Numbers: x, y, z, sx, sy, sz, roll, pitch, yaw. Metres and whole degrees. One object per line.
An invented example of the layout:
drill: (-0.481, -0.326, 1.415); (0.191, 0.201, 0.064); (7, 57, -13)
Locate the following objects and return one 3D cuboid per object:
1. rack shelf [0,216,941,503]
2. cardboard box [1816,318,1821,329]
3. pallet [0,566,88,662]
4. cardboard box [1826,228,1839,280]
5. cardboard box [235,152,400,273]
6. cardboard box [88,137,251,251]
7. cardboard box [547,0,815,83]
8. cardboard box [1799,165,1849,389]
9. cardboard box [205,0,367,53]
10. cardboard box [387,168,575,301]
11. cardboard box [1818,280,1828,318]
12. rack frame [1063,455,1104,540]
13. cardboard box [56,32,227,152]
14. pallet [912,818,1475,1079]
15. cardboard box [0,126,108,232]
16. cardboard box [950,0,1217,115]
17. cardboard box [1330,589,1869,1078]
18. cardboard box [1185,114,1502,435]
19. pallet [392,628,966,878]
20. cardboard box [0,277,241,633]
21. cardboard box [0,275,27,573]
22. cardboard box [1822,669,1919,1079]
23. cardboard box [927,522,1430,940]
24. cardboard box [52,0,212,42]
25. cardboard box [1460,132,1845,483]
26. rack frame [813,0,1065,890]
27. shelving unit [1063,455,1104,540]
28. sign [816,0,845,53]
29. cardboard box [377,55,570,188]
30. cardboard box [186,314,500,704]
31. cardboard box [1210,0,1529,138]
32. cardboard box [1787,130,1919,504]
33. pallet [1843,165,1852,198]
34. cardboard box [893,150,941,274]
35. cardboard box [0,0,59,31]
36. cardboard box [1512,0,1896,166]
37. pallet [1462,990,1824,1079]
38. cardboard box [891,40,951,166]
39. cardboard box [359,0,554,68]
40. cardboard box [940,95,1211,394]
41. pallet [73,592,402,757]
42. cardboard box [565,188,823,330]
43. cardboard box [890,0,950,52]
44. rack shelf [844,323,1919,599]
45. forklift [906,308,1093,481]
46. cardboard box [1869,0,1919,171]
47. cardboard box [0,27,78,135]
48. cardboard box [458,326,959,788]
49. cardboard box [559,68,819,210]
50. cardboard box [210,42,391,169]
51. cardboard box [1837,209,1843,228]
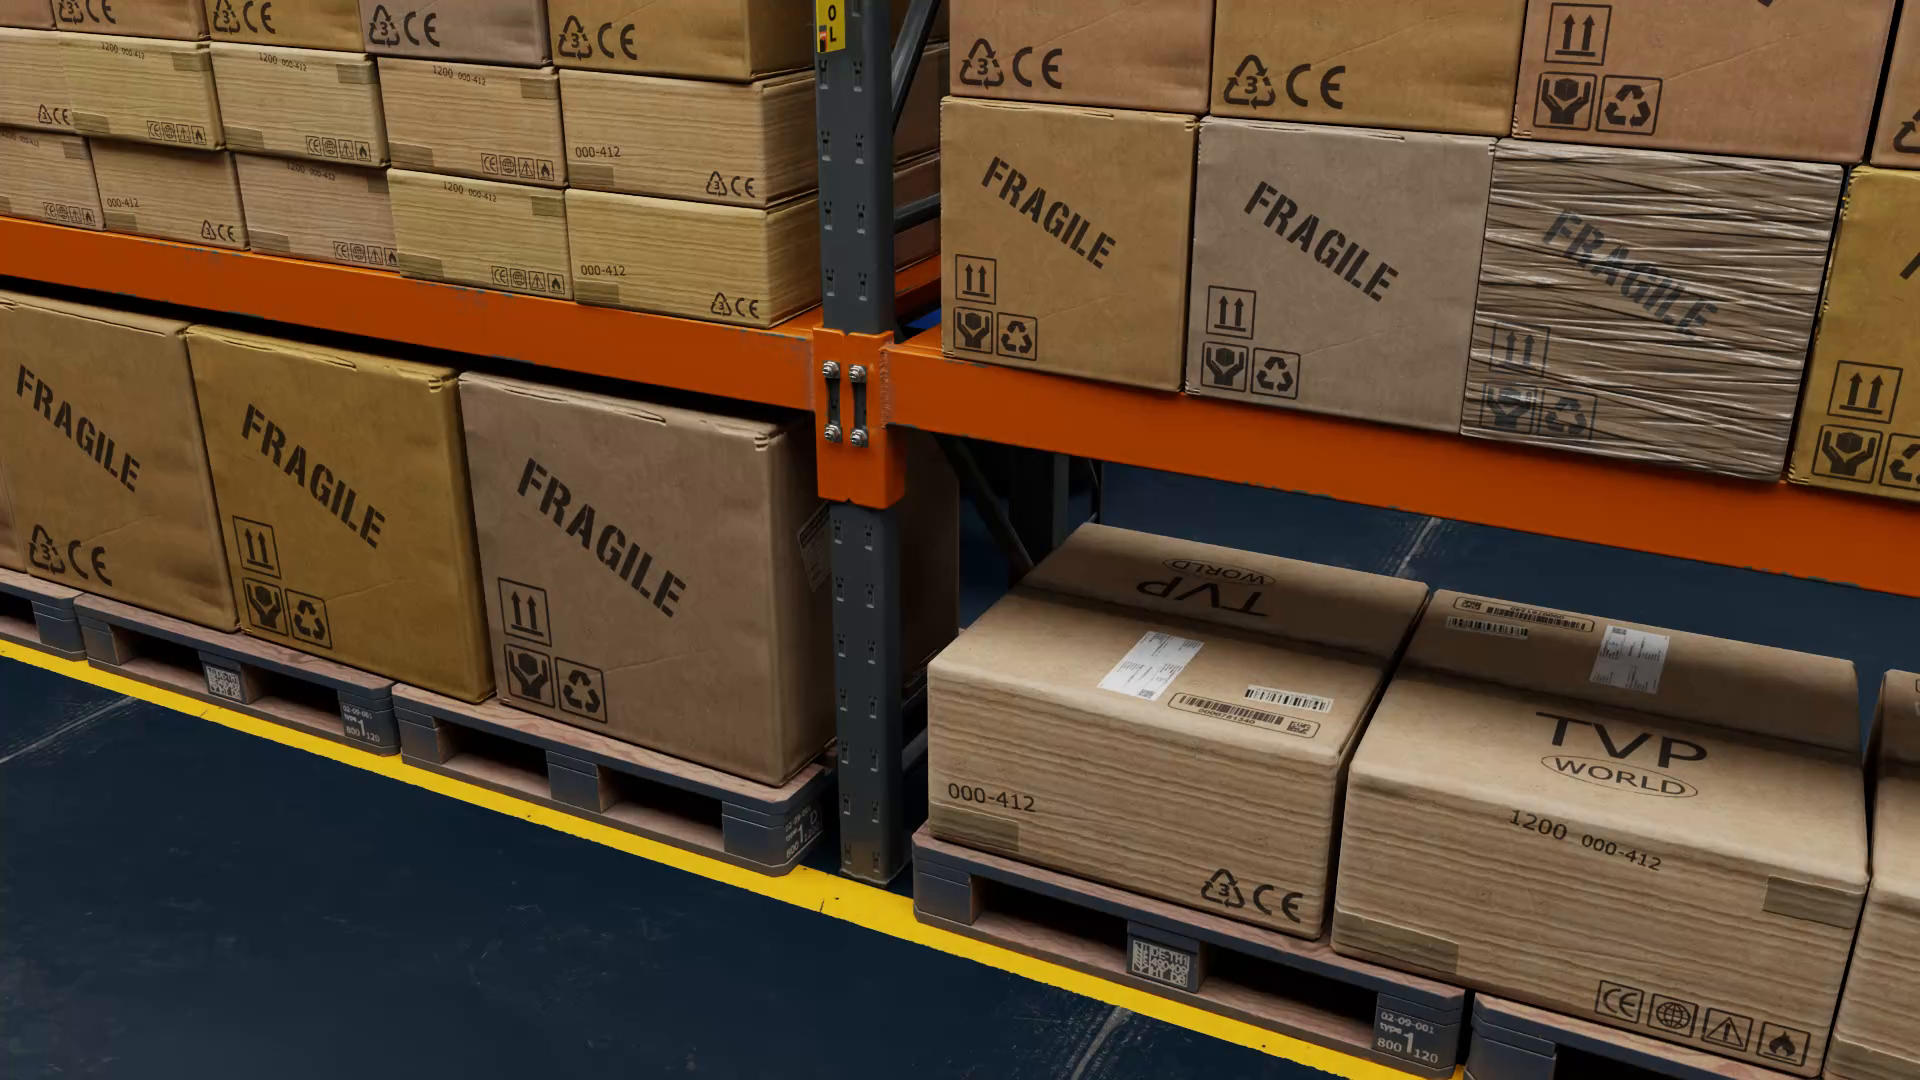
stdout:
rack shelf: (-1.786, -0.779, 4.667); (4.000, 0.370, 1.077); (11, 25, 25)
cardboard box: (3.767, -0.973, 7.312); (0.250, 0.149, 0.380); (12, 26, 26)
pallet: (-2.901, -0.014, 5.513); (1.213, 0.211, 1.003); (11, 25, 25)
cardboard box: (3.739, -1.240, 7.179); (0.250, 0.149, 0.380); (11, 26, 25)
cardboard box: (-1.411, -0.865, 4.142); (0.500, 0.250, 0.500); (10, 25, 23)
cardboard box: (-1.874, -0.954, 4.353); (0.500, 0.250, 0.500); (11, 25, 25)
cardboard box: (-0.513, -1.254, 3.460); (0.500, 0.500, 0.500); (12, 26, 26)
cardboard box: (1.445, -0.637, 3.288); (0.500, 0.500, 0.500); (11, 25, 24)
cardboard box: (-1.422, -1.439, 3.895); (0.500, 0.500, 0.500); (12, 26, 26)
cardboard box: (-0.969, -0.769, 3.917); (0.500, 0.250, 0.500); (11, 25, 24)
cardboard box: (3.701, -1.077, 7.176); (0.250, 0.149, 0.380); (11, 26, 25)
rack frame: (0.394, -0.603, 5.252); (0.032, 1.500, 0.500); (8, 24, 18)
cardboard box: (-1.883, -1.170, 4.221); (0.500, 0.250, 0.500); (12, 26, 25)
pallet: (0.642, 0.688, 3.862); (1.213, 0.211, 1.003); (11, 25, 25)
cardboard box: (-2.316, -1.040, 4.555); (0.500, 0.250, 0.500); (12, 26, 26)
cardboard box: (0.315, -1.094, 3.084); (0.500, 0.500, 0.500); (11, 26, 25)
cardboard box: (1.310, 0.536, 3.395); (0.875, 0.438, 0.875); (10, 25, 23)
cardboard box: (0.747, -0.538, 3.054); (0.500, 0.500, 0.500); (11, 26, 25)
pallet: (-0.724, 0.417, 4.500); (1.213, 0.211, 1.003); (11, 25, 25)
cardboard box: (-2.198, -0.368, 4.962); (0.875, 0.875, 0.875); (12, 26, 25)
cardboard box: (-2.992, -0.527, 5.335); (0.875, 0.875, 0.875); (11, 25, 24)
cardboard box: (2.114, 0.695, 3.019); (0.875, 0.438, 0.875); (12, 26, 26)
cardboard box: (0.511, 0.378, 3.766); (0.875, 0.438, 0.875); (11, 25, 24)
cardboard box: (-1.890, -1.525, 4.098); (0.500, 0.500, 0.500); (12, 26, 25)
cardboard box: (1.188, -0.448, 2.842); (0.500, 0.500, 0.500); (11, 26, 25)
rack frame: (-0.001, -0.756, 3.696); (0.127, 3.000, 1.000); (11, 25, 25)
shelving unit: (-0.086, -0.669, 5.407); (1.048, 1.500, 0.538); (8, 24, 18)
sign: (-0.237, -1.062, 3.035); (0.005, 0.325, 0.100); (11, 25, 25)
cardboard box: (-0.954, -0.996, 3.812); (0.500, 0.250, 0.500); (12, 26, 26)
cardboard box: (-1.400, -0.210, 4.590); (0.875, 0.875, 0.875); (12, 26, 26)
cardboard box: (0.762, -1.003, 2.869); (0.500, 0.500, 0.500); (11, 25, 24)
cardboard box: (1.647, -0.357, 2.628); (0.500, 0.500, 0.500); (12, 26, 26)
pallet: (6.206, -2.558, 11.495); (1.213, 0.211, 1.003); (11, 25, 25)
cardboard box: (-0.275, -0.857, 4.125); (0.500, 0.250, 0.500); (11, 25, 23)
cardboard box: (-2.339, -1.615, 4.310); (0.500, 0.500, 0.500); (12, 26, 26)
cardboard box: (1.215, -0.908, 2.647); (0.500, 0.500, 0.500); (12, 26, 26)
pallet: (1.735, 0.903, 3.356); (1.213, 0.211, 1.003); (11, 25, 25)
cardboard box: (-0.267, -1.094, 4.042); (0.500, 0.250, 0.500); (10, 25, 23)
cardboard box: (-0.978, -1.343, 3.669); (0.500, 0.500, 0.500); (12, 26, 26)
cardboard box: (0.300, -0.628, 3.266); (0.500, 0.500, 0.500); (12, 26, 26)
pallet: (-1.817, 0.202, 5.006); (1.213, 0.211, 1.003); (11, 25, 25)
cardboard box: (-0.515, -0.679, 3.705); (0.500, 0.250, 0.500); (11, 25, 23)
cardboard box: (-0.264, -1.441, 3.899); (0.500, 0.500, 0.500); (12, 26, 25)
rack shelf: (1.784, -0.072, 3.006); (4.000, 0.370, 1.077); (11, 25, 25)
forklift: (-0.048, -2.091, 6.921); (1.130, 2.935, 3.031); (-1, 23, -1)
cardboard box: (1.663, -0.818, 2.436); (0.500, 0.500, 0.500); (11, 25, 24)
cardboard box: (-2.330, -1.264, 4.442); (0.500, 0.250, 0.500); (11, 25, 24)
cardboard box: (-0.591, -0.053, 4.221); (0.875, 0.875, 0.875); (12, 26, 26)
cardboard box: (-0.504, -0.910, 3.611); (0.500, 0.250, 0.500); (11, 25, 24)
cardboard box: (-1.419, -1.085, 4.022); (0.500, 0.250, 0.500); (12, 26, 26)
cardboard box: (3.947, -1.400, 7.554); (0.250, 0.149, 0.380); (11, 26, 25)
